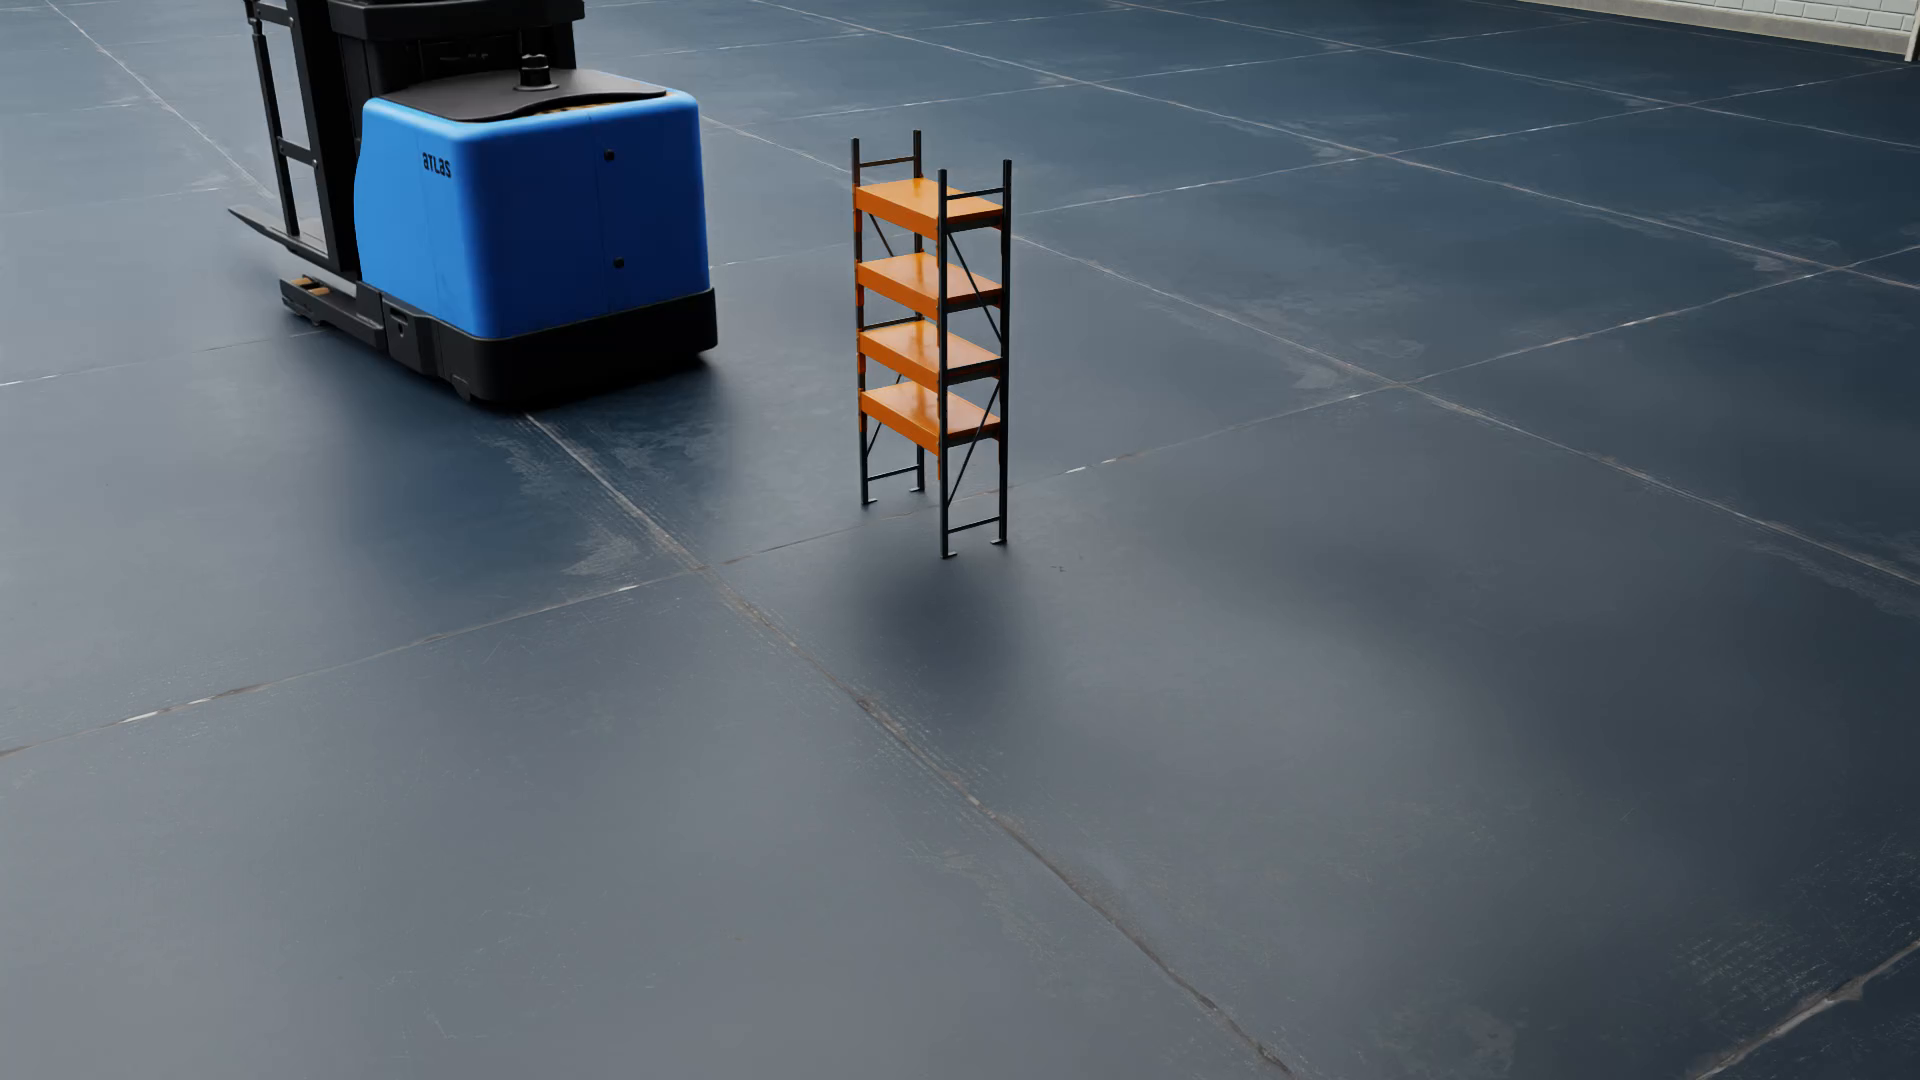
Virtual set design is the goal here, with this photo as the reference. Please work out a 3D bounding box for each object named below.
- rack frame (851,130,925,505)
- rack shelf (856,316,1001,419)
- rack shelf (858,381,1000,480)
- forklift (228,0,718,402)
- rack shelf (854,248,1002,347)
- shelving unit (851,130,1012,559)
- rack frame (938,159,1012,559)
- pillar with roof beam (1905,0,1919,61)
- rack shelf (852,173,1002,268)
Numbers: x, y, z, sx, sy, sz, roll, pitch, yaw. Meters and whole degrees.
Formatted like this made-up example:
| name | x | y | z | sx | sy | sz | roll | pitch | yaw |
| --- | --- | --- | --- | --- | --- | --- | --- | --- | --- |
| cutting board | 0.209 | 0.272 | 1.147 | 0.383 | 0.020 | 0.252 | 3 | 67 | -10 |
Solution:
| name | x | y | z | sx | sy | sz | roll | pitch | yaw |
| --- | --- | --- | --- | --- | --- | --- | --- | --- | --- |
| rack frame | -0.224 | -0.689 | 5.304 | 0.240 | 1.200 | 0.015 | -16 | 29 | -30 |
| rack shelf | -0.090 | -0.541 | 5.148 | 0.258 | 0.148 | 0.480 | -16 | 29 | -30 |
| rack shelf | -0.090 | -0.361 | 5.233 | 0.258 | 0.148 | 0.480 | -16 | 29 | -30 |
| forklift | -2.348 | -2.383 | 6.865 | 1.130 | 2.935 | 3.031 | -21 | 33 | -37 |
| rack shelf | -0.090 | -0.743 | 5.053 | 0.258 | 0.148 | 0.480 | -16 | 29 | -30 |
| shelving unit | -0.090 | -0.602 | 5.119 | 0.258 | 1.200 | 0.503 | -16 | 29 | -30 |
| rack frame | 0.043 | -0.515 | 4.934 | 0.240 | 1.200 | 0.015 | -16 | 29 | -30 |
| pillar with roof beam | 4.293 | -6.924 | 9.377 | 9.100 | 9.000 | 0.400 | -16 | 29 | -30 |
| rack shelf | -0.090 | -0.957 | 4.952 | 0.258 | 0.148 | 0.480 | -16 | 29 | -30 |
